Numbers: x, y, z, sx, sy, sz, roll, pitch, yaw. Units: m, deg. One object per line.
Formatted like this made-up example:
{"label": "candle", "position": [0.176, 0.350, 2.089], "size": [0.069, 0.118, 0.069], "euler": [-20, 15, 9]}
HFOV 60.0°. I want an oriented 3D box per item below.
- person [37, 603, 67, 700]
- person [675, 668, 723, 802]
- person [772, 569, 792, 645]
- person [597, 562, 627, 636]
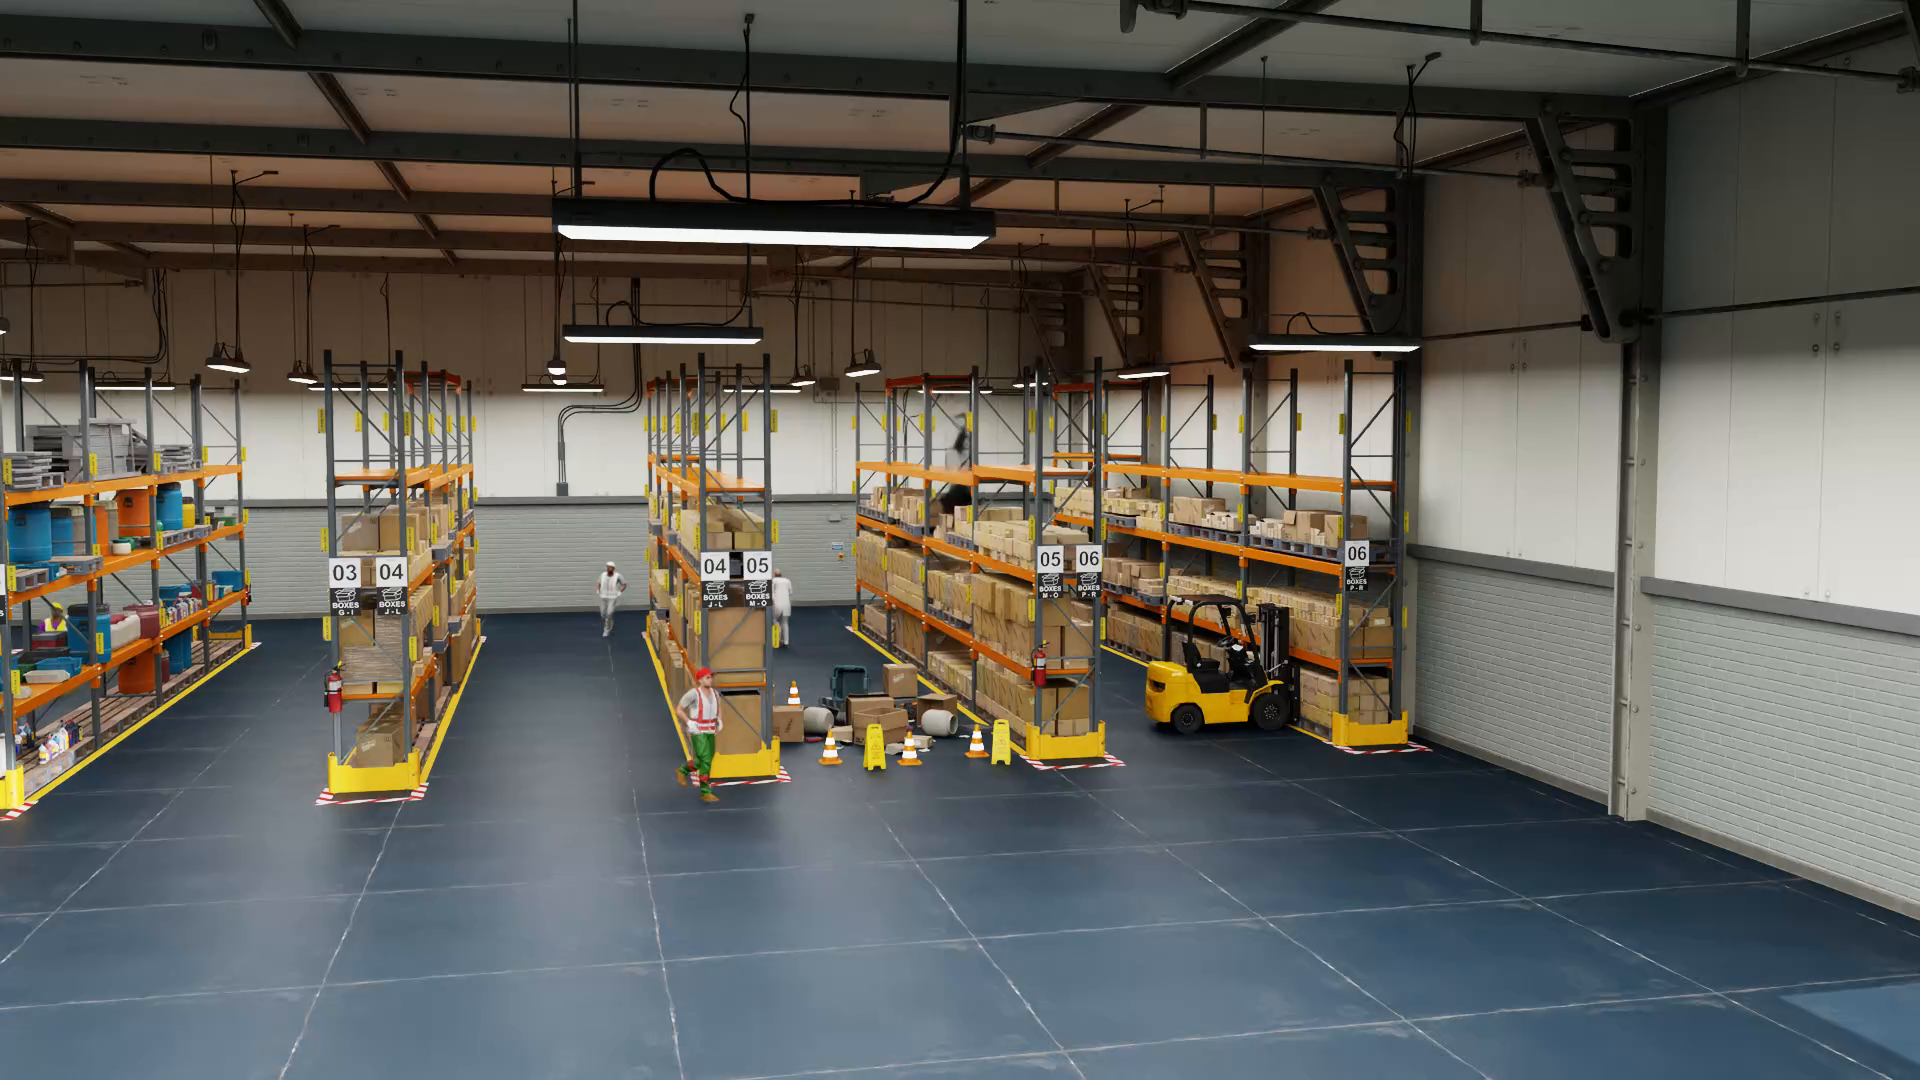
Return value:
{"label": "person", "position": [-16.555, 2.026, 30.541], "size": [0.711, 1.748, 0.738], "euler": [-1, 4, -16]}
{"label": "person", "position": [-3.490, 2.590, 22.349], "size": [0.851, 1.774, 0.696], "euler": [3, 5, 39]}
{"label": "person", "position": [-4.082, 1.509, 37.624], "size": [0.681, 1.703, 0.934], "euler": [-2, 4, -25]}
{"label": "person", "position": [-8.300, 1.393, 39.579], "size": [0.704, 1.777, 0.734], "euler": [1, 4, 9]}
